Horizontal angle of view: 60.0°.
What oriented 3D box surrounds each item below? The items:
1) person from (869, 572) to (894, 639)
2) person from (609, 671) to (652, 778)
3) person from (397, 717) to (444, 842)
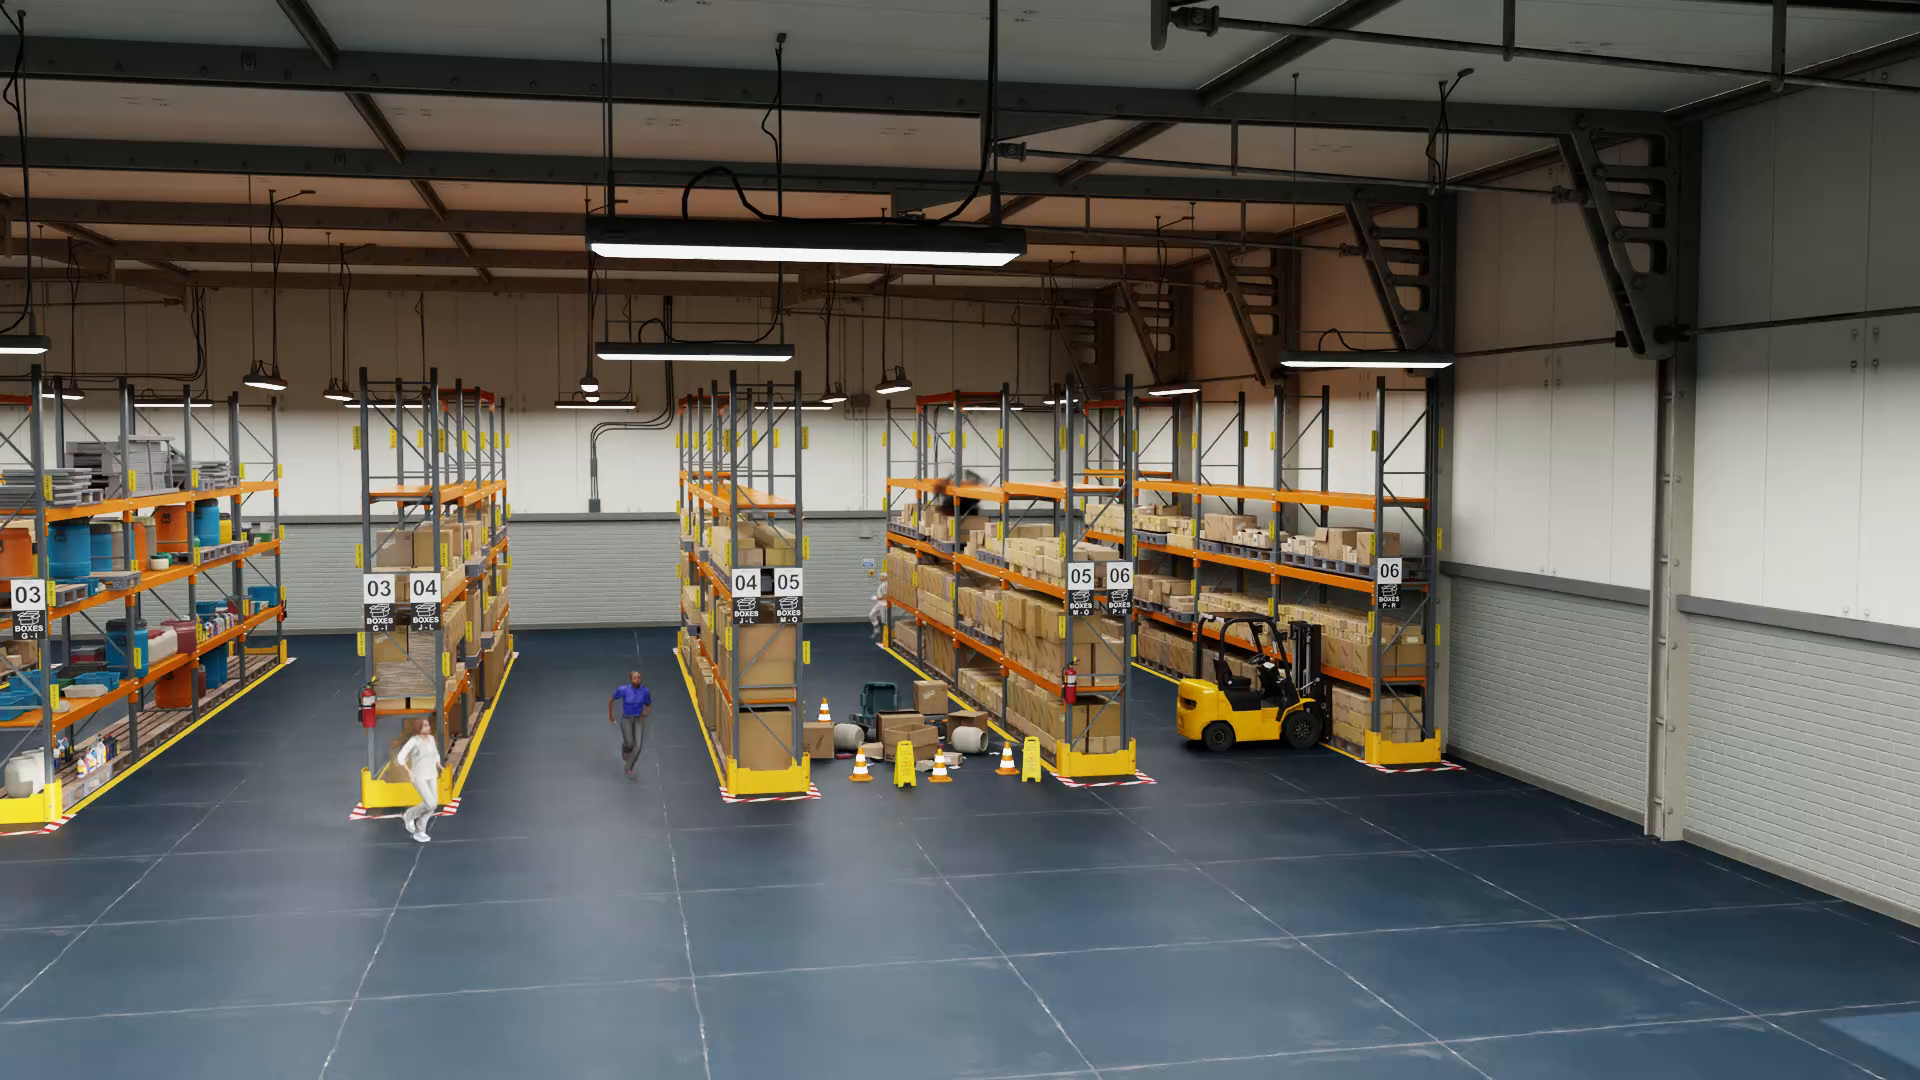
[{"bbox_3d":[-1.930,1.629,41.606,0.687,1.732,0.684,0,3,-7],"label":"person"},{"bbox_3d":[-4.886,2.744,24.783,0.615,1.606,0.615,-2,4,-26],"label":"person"},{"bbox_3d":[-6.684,3.000,20.767,0.532,1.548,0.534,2,4,28],"label":"person"}]
